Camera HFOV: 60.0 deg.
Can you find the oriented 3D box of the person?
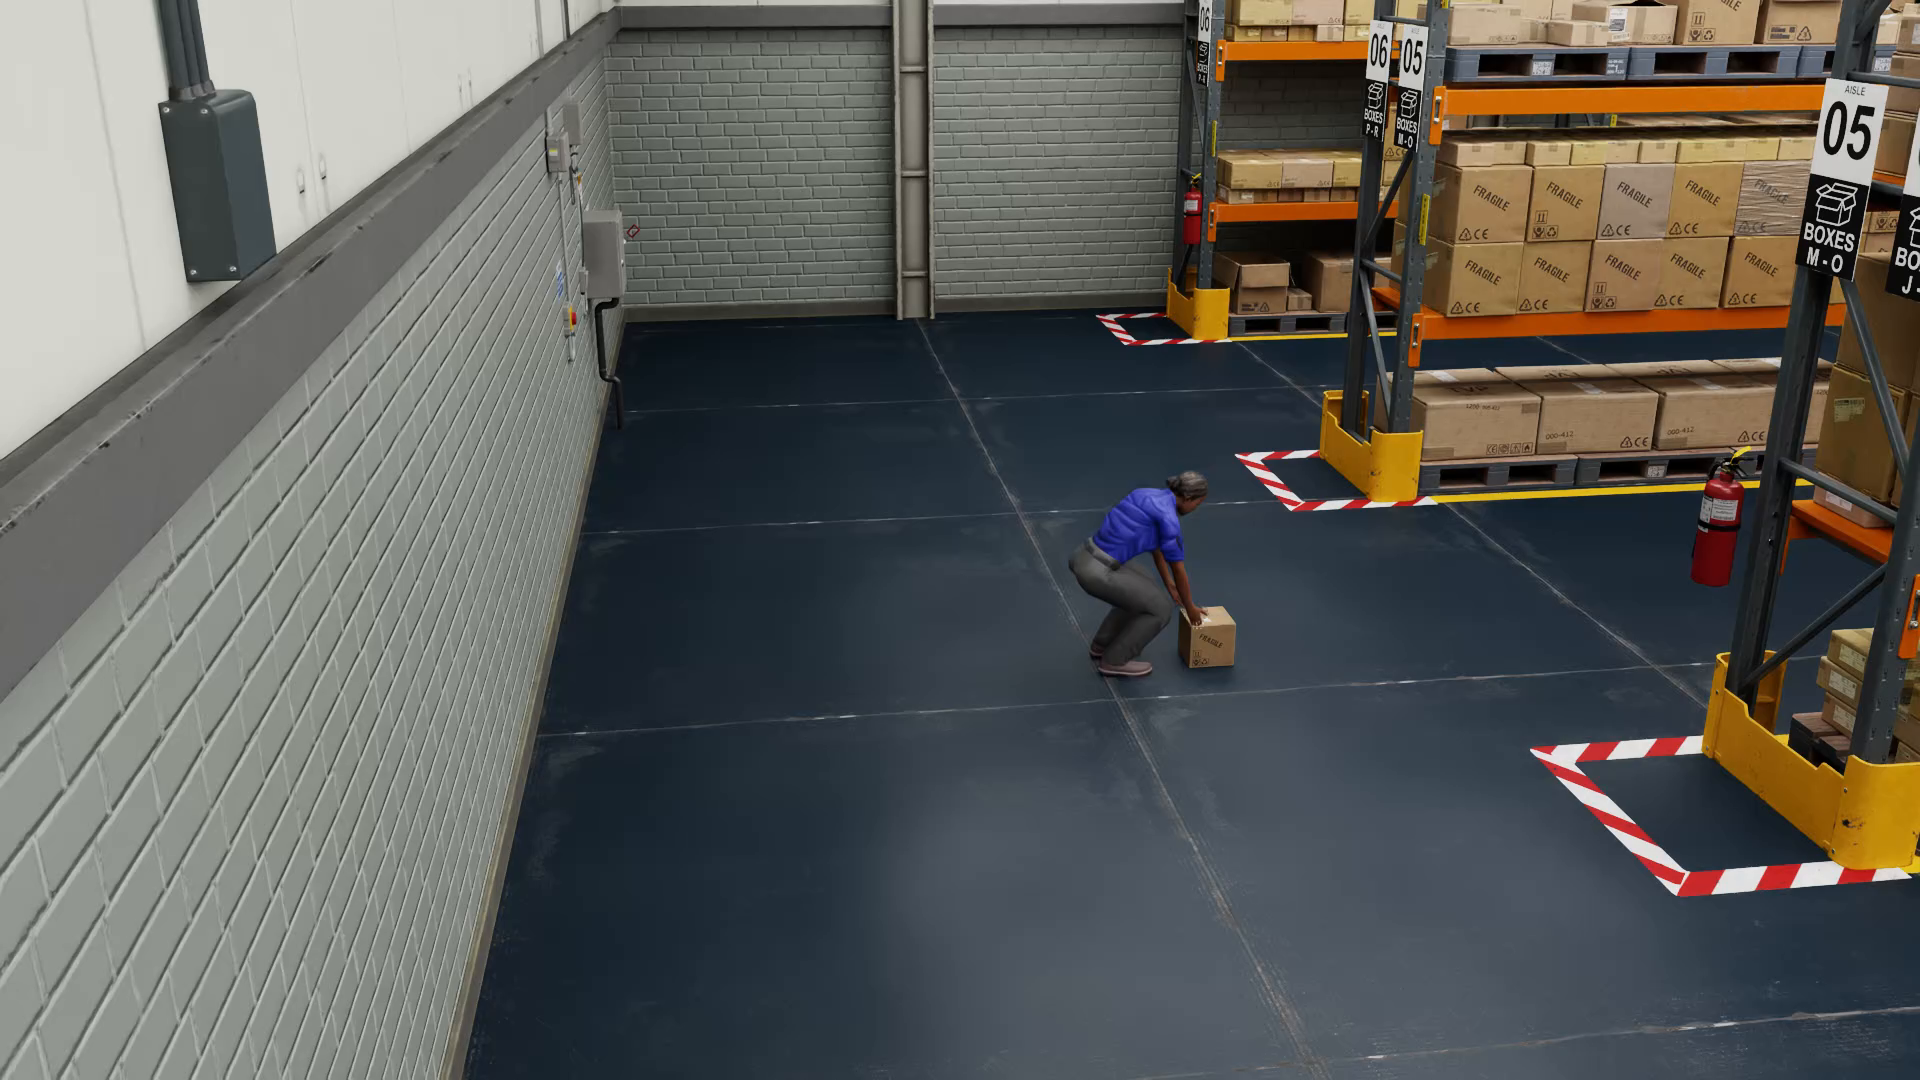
[{"bbox_3d":[0.958,0.163,8.989,0.756,1.078,0.498,-3,20,-8],"label":"person"}]
